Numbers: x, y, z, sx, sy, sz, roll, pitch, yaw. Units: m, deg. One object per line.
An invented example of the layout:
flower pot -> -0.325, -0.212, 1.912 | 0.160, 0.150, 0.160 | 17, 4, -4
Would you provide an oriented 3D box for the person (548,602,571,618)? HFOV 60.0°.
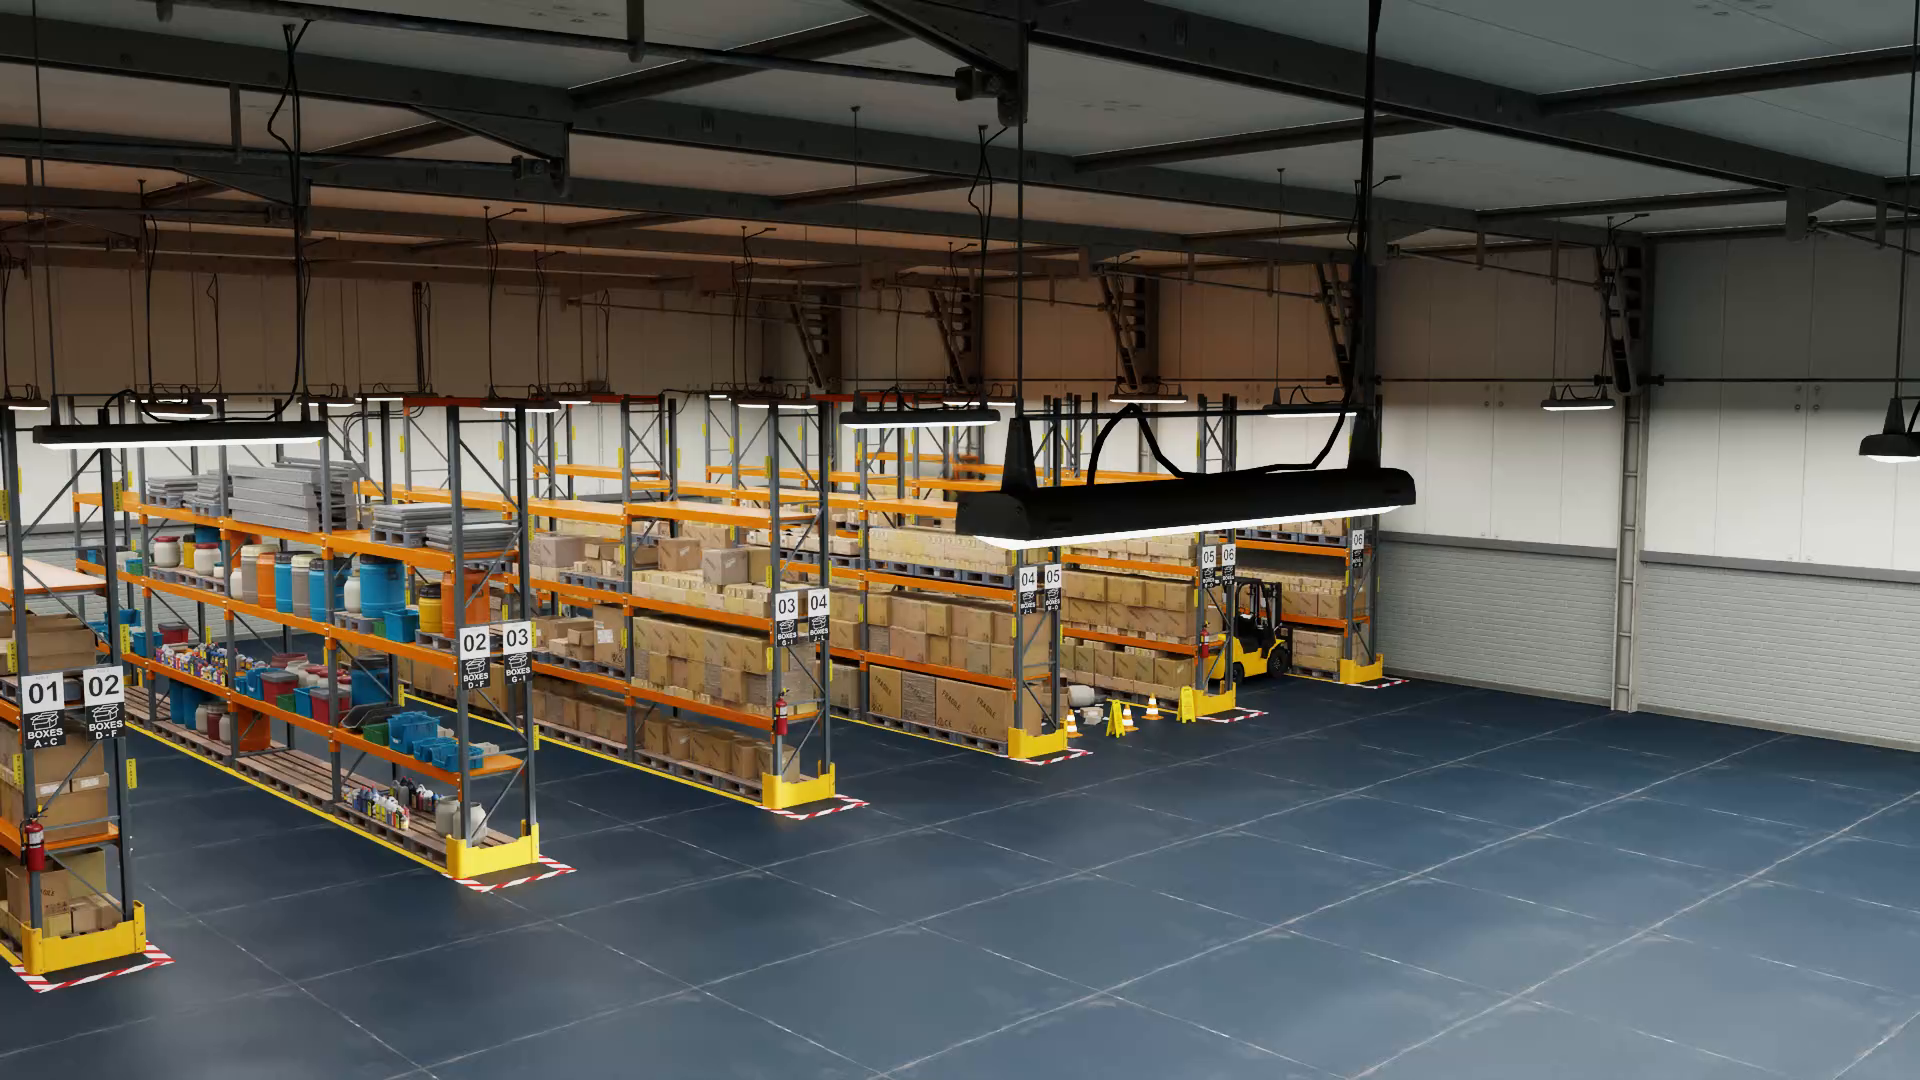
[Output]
person -> -9.868, 1.481, 40.922 | 0.945, 1.765, 0.686 | -5, 8, -43
